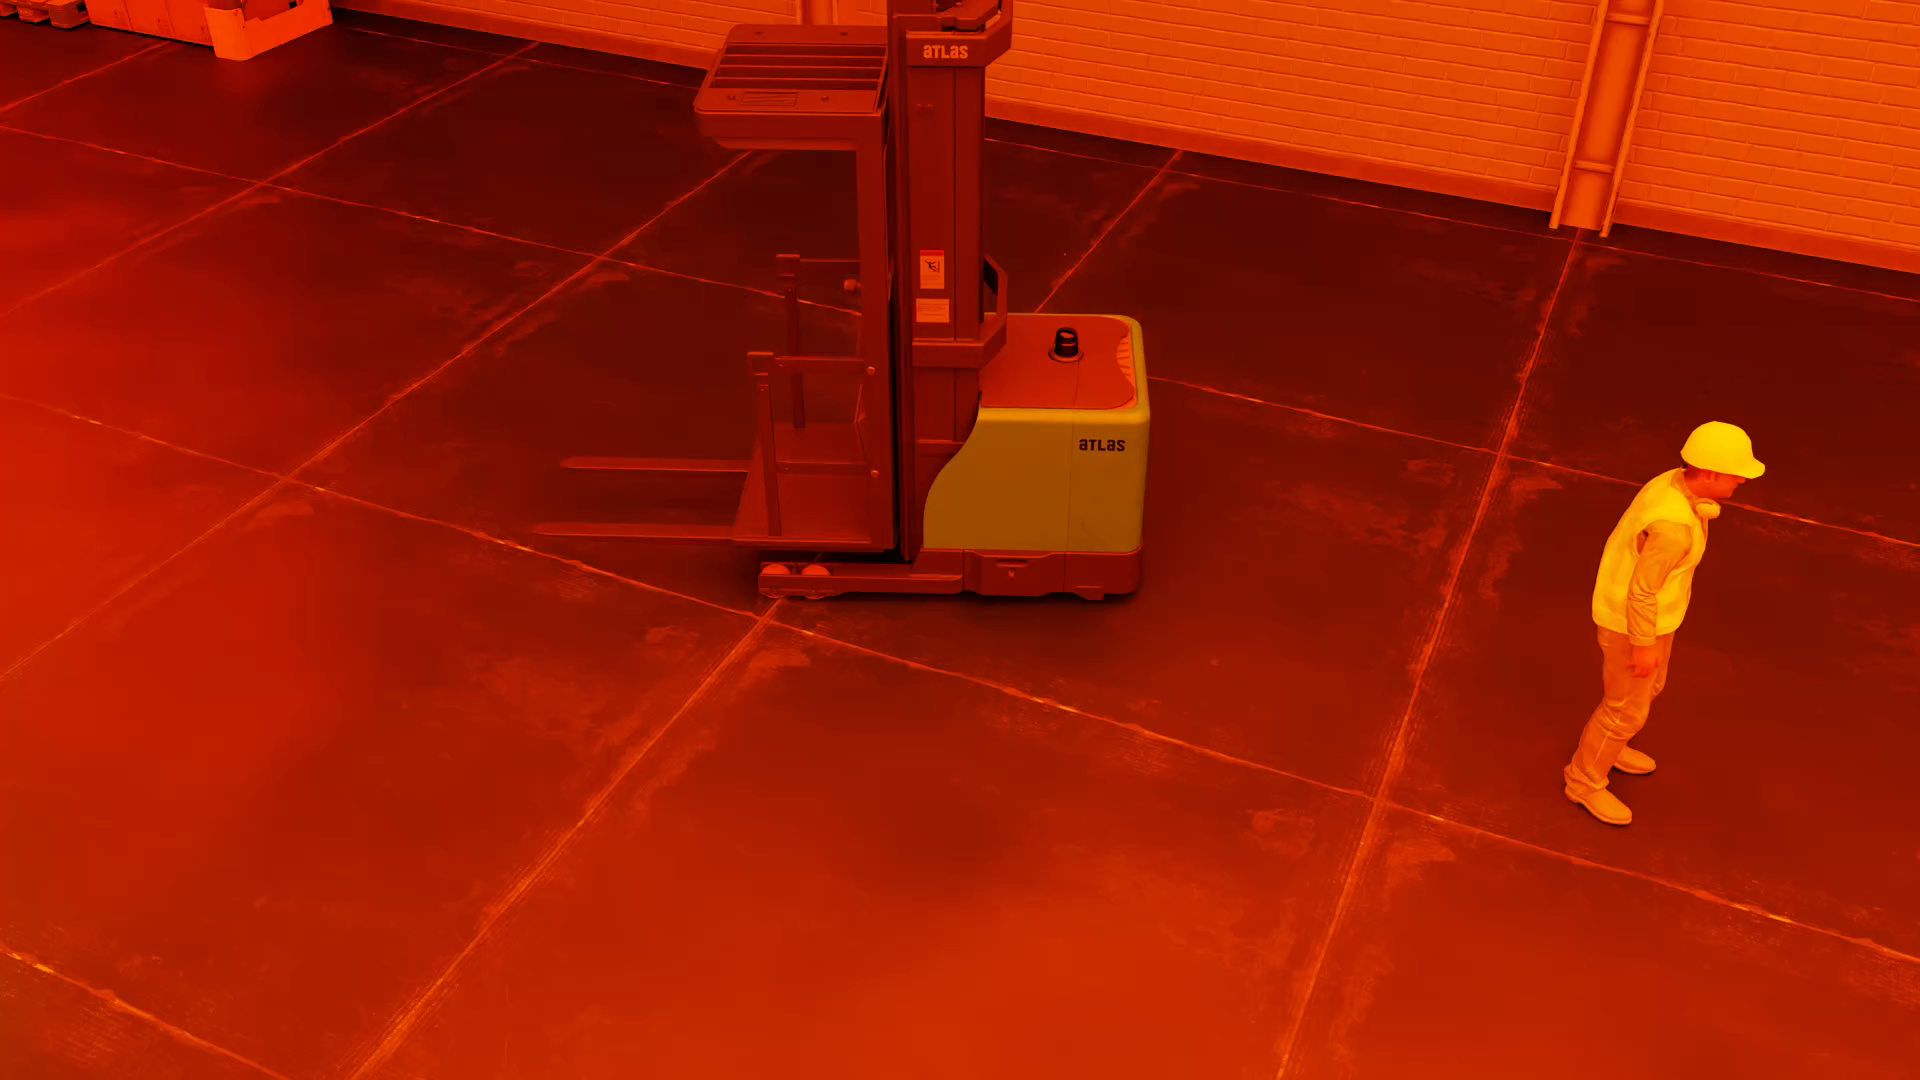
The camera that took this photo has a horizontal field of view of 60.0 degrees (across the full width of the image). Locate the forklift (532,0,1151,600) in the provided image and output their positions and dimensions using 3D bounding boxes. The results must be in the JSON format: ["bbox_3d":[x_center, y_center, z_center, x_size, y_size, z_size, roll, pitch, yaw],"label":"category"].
[{"bbox_3d":[-0.608,-1.208,7.780,3.031,2.935,1.130,1,36,2],"label":"forklift"}]

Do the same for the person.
[{"bbox_3d":[2.770,0.294,6.674,0.465,1.770,0.590,19,40,24],"label":"person"}]
